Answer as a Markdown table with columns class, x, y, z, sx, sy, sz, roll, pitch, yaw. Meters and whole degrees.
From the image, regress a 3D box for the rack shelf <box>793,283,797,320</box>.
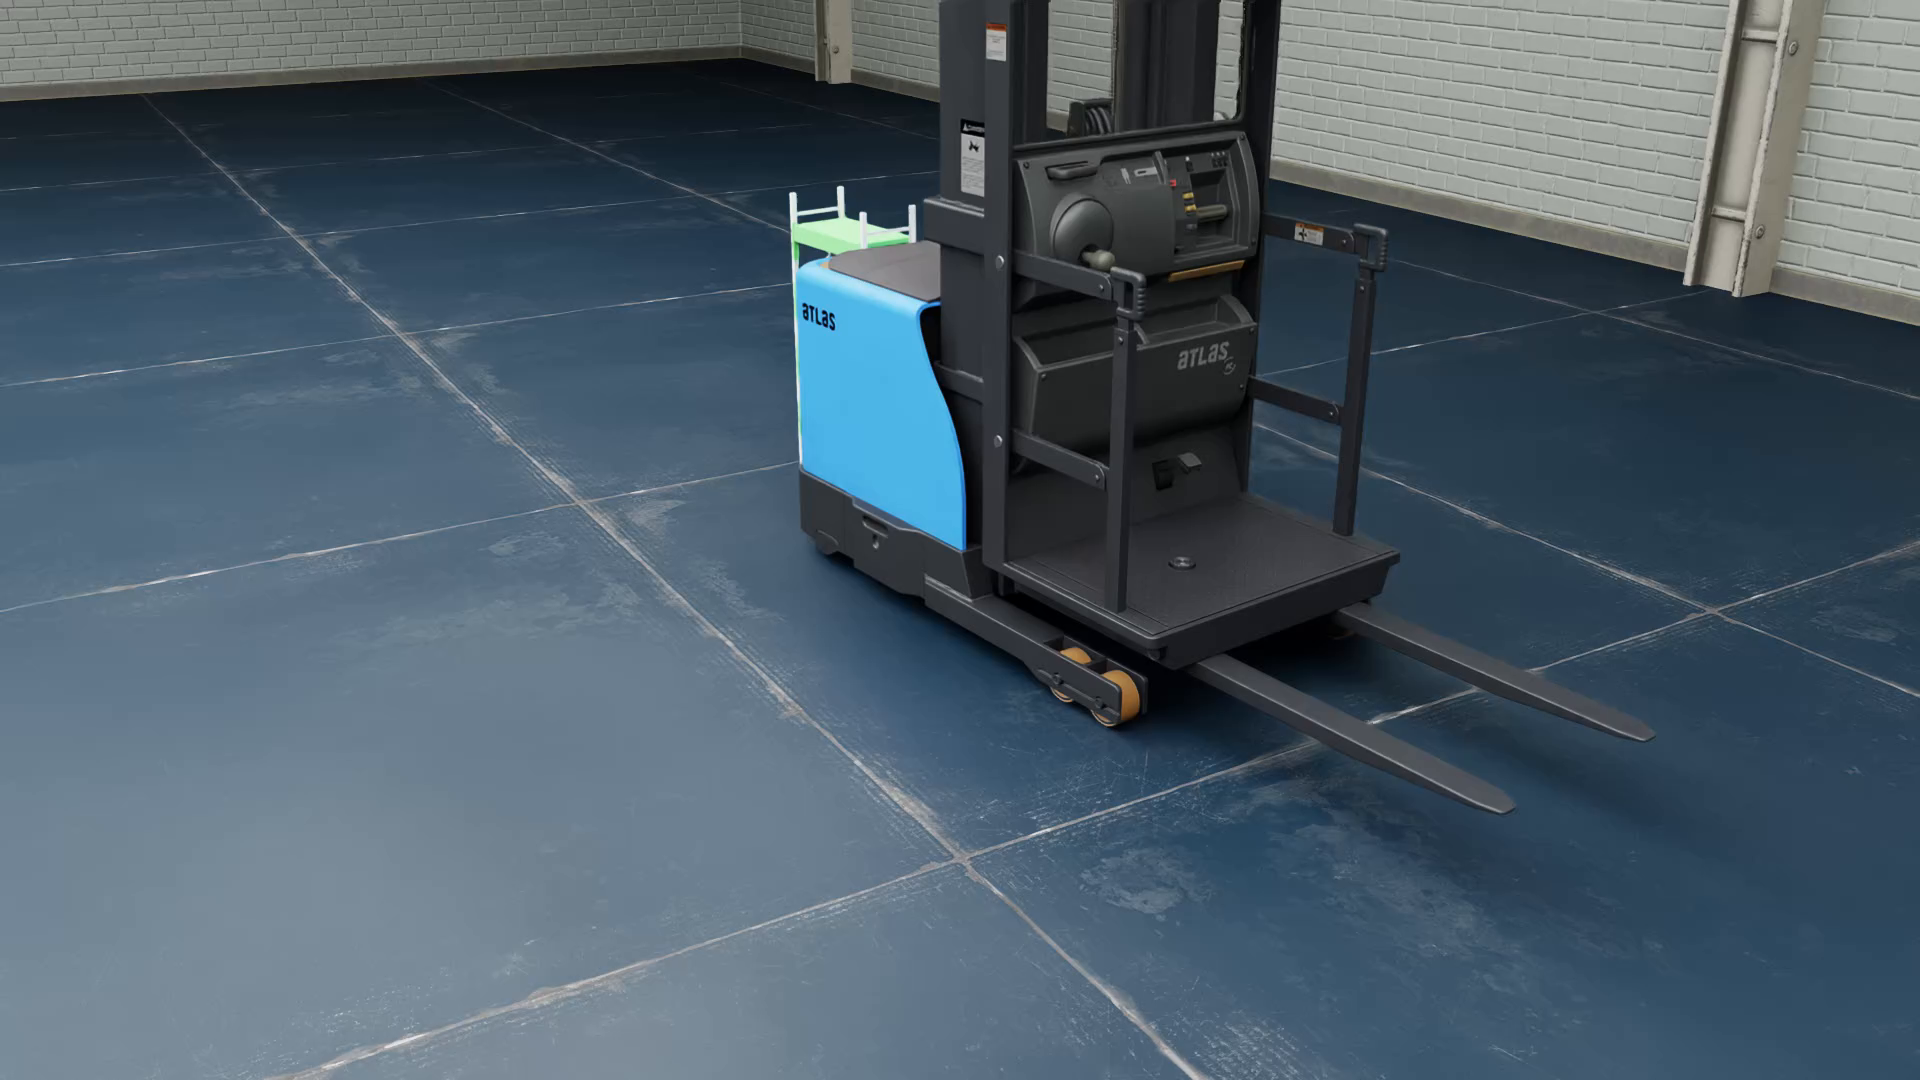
| class | x | y | z | sx | sy | sz | roll | pitch | yaw |
| --- | --- | --- | --- | --- | --- | --- | --- | --- | --- |
| rack shelf | -0.412 | -0.900 | 6.466 | 0.258 | 0.148 | 0.480 | -16 | 27 | -34 |

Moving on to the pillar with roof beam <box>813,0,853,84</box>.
| class | x | y | z | sx | sy | sz | roll | pitch | yaw |
| --- | --- | --- | --- | --- | --- | --- | --- | --- | --- |
| pillar with roof beam | -5.185 | -8.756 | 15.902 | 9.100 | 9.000 | 0.400 | -13 | 25 | -28 |

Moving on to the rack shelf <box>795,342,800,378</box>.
| class | x | y | z | sx | sy | sz | roll | pitch | yaw |
| --- | --- | --- | --- | --- | --- | --- | --- | --- | --- |
| rack shelf | -0.412 | -0.678 | 6.556 | 0.258 | 0.148 | 0.480 | -16 | 27 | -34 |

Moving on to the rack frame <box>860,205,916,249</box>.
| class | x | y | z | sx | sy | sz | roll | pitch | yaw |
| --- | --- | --- | --- | --- | --- | --- | --- | --- | --- |
| rack frame | -0.266 | -0.664 | 6.351 | 0.240 | 1.200 | 0.015 | -16 | 27 | -34 |

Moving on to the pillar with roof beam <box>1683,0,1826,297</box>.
| class | x | y | z | sx | sy | sz | roll | pitch | yaw |
| --- | --- | --- | --- | --- | --- | --- | --- | --- | --- |
| pillar with roof beam | 0.945 | -4.871 | 6.345 | 9.100 | 9.000 | 0.400 | -13 | 25 | -28 |

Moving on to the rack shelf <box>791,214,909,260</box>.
| class | x | y | z | sx | sy | sz | roll | pitch | yaw |
| --- | --- | --- | --- | --- | --- | --- | --- | --- | --- |
| rack shelf | -0.412 | -1.123 | 6.375 | 0.258 | 0.148 | 0.480 | -16 | 27 | -34 |

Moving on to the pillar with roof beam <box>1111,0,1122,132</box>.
| class | x | y | z | sx | sy | sz | roll | pitch | yaw |
| --- | --- | --- | --- | --- | --- | --- | --- | --- | --- |
| pillar with roof beam | -2.120 | -6.813 | 11.123 | 9.100 | 9.000 | 0.400 | -13 | 25 | -28 |

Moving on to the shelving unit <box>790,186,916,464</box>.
| class | x | y | z | sx | sy | sz | roll | pitch | yaw |
| --- | --- | --- | --- | --- | --- | --- | --- | --- | --- |
| shelving unit | -0.412 | -0.737 | 6.532 | 0.258 | 1.200 | 0.503 | -16 | 27 | -34 |

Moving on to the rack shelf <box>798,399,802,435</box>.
| class | x | y | z | sx | sy | sz | roll | pitch | yaw |
| --- | --- | --- | --- | --- | --- | --- | --- | --- | --- |
| rack shelf | -0.412 | -0.456 | 6.646 | 0.258 | 0.148 | 0.480 | -16 | 27 | -34 |

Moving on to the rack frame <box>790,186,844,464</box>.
| class | x | y | z | sx | sy | sz | roll | pitch | yaw |
| --- | --- | --- | --- | --- | --- | --- | --- | --- | --- |
| rack frame | -0.559 | -0.811 | 6.713 | 0.240 | 1.200 | 0.015 | -16 | 27 | -34 |

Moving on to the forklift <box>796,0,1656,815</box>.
| class | x | y | z | sx | sy | sz | roll | pitch | yaw |
| --- | --- | --- | --- | --- | --- | --- | --- | --- | --- |
| forklift | 0.688 | -1.012 | 4.909 | 1.130 | 2.935 | 3.031 | -16 | 27 | -34 |
